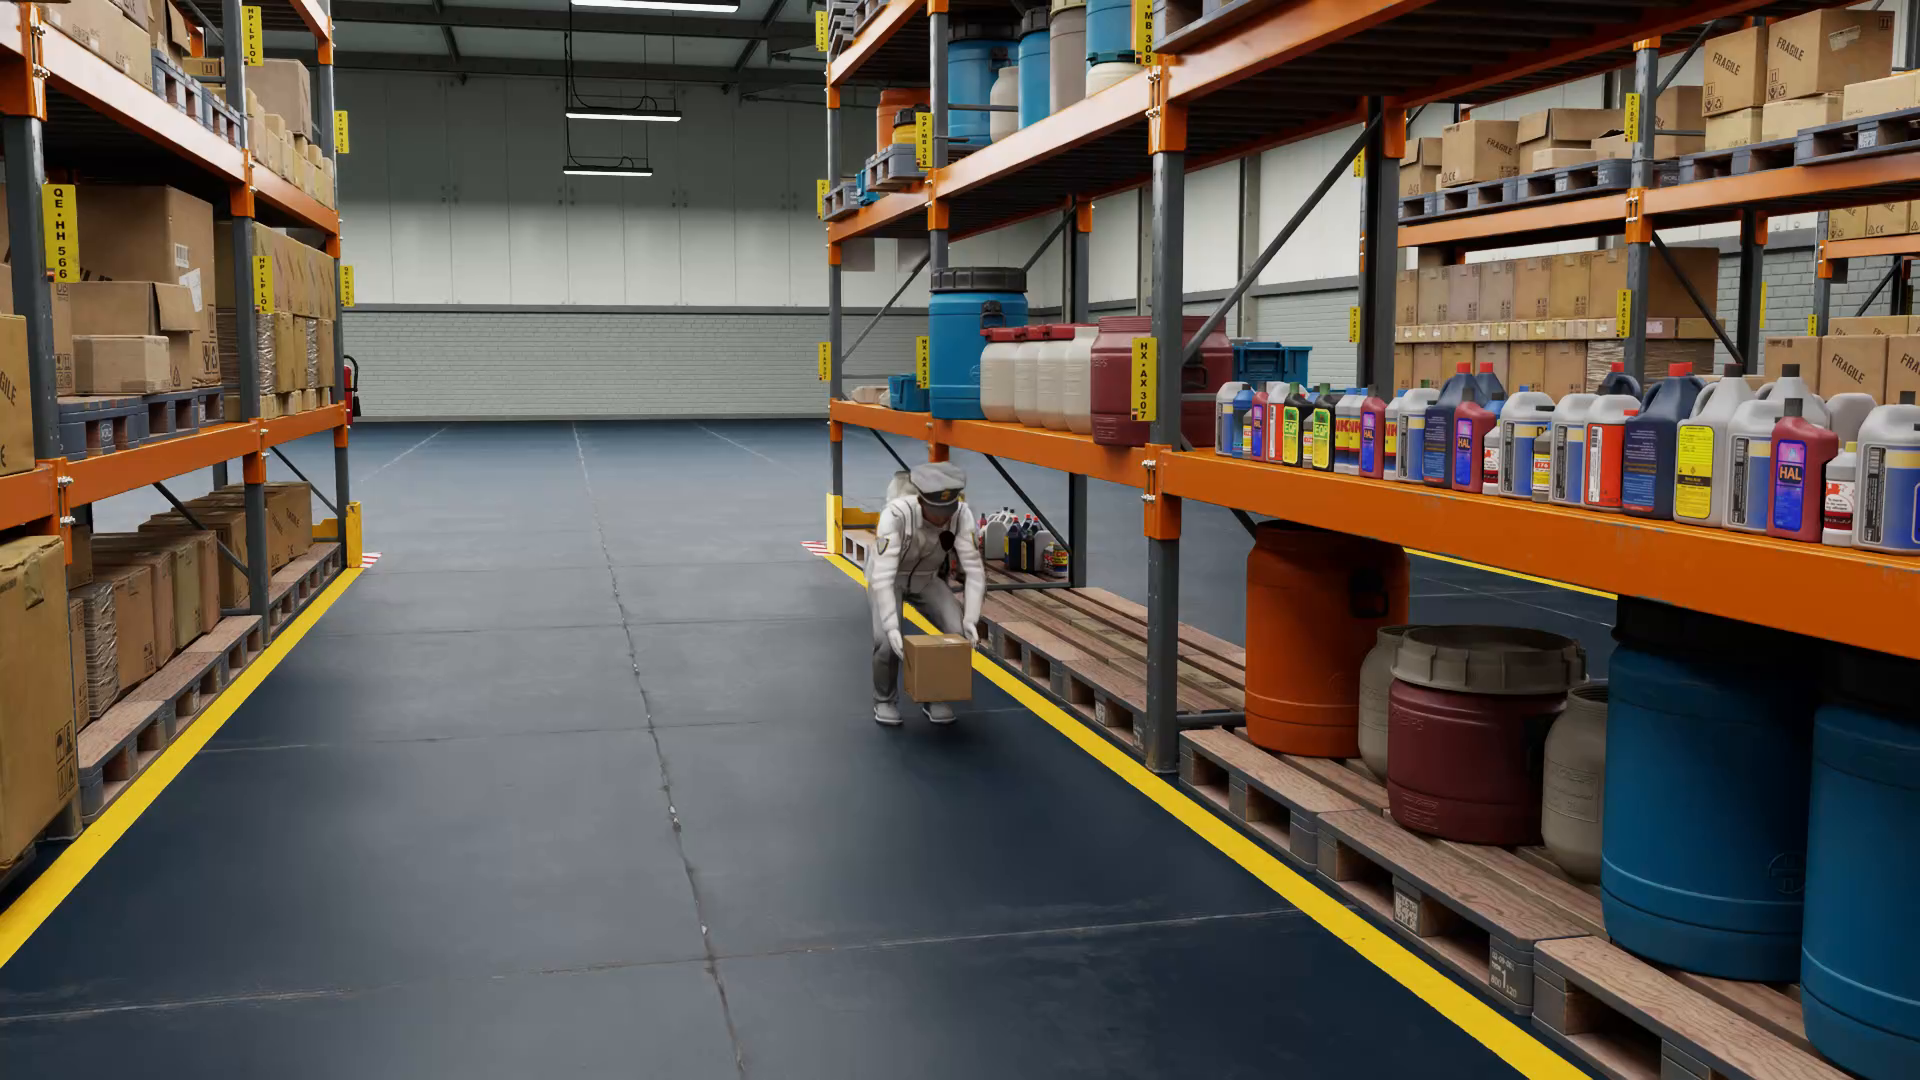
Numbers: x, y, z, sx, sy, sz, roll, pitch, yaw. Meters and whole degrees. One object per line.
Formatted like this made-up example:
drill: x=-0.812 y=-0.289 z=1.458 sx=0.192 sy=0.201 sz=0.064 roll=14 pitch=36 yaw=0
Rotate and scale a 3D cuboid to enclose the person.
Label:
person: x=-0.164 y=0.240 z=7.592 sx=0.527 sy=1.213 sz=0.780 roll=-2 pitch=6 yaw=-14
